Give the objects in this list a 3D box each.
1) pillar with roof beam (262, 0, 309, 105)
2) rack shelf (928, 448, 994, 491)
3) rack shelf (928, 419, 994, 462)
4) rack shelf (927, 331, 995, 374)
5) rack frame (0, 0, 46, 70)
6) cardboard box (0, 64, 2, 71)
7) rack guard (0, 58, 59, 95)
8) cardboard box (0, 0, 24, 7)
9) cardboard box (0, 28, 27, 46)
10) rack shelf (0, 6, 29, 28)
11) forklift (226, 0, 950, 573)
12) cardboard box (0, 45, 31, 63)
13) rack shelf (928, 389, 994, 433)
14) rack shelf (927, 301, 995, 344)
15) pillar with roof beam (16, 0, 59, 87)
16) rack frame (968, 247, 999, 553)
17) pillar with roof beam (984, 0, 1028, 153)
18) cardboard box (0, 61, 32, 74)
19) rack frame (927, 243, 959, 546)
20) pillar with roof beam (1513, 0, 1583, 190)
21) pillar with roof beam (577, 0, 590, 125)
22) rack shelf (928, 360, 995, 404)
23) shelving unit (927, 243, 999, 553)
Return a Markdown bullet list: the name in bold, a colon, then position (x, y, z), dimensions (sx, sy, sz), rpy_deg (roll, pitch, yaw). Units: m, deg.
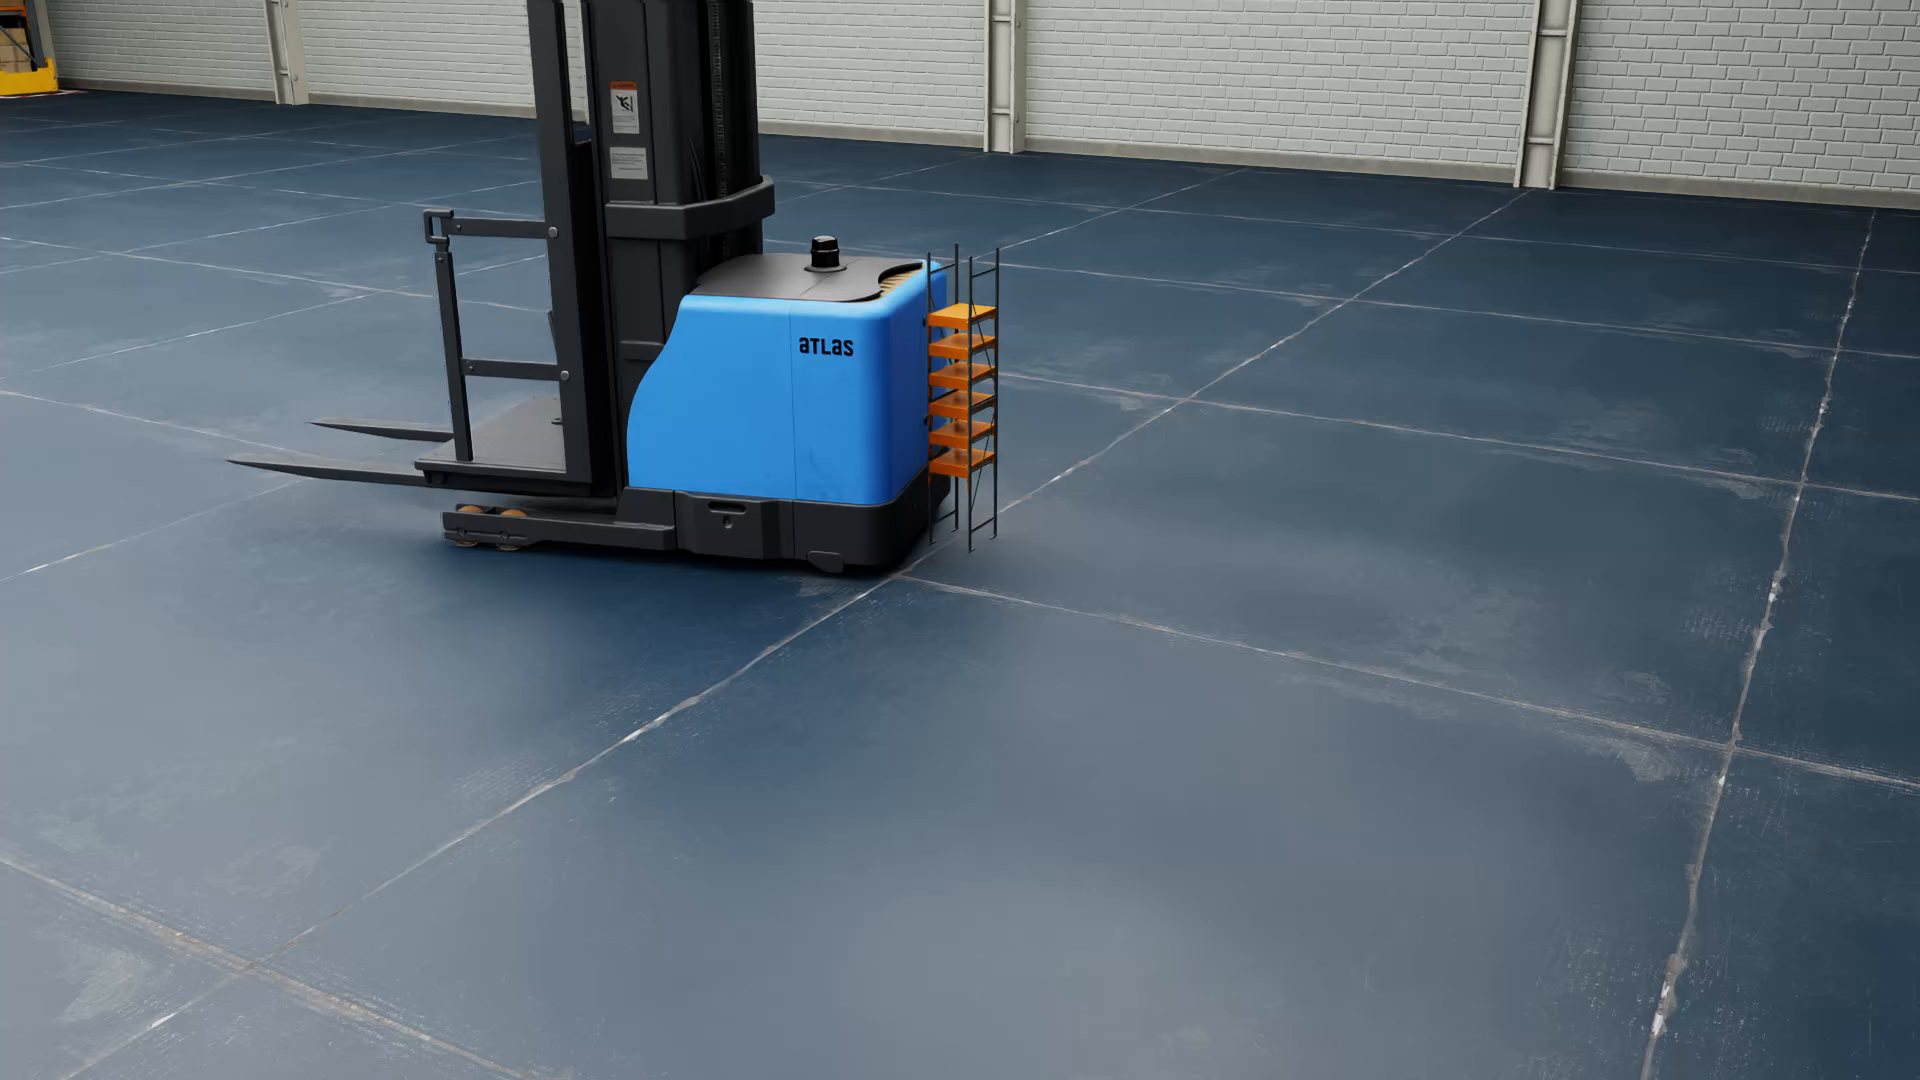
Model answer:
- **pillar with roof beam**: position (-12.057, -9.472, 19.781), dimensions (0.400, 9.000, 9.100), rpy_deg (11, 23, 27)
- **rack shelf**: position (0.013, -0.294, 6.751), dimensions (0.180, 0.103, 0.258), rpy_deg (11, 23, 27)
- **rack shelf**: position (0.013, -0.407, 6.710), dimensions (0.180, 0.103, 0.258), rpy_deg (11, 23, 27)
- **rack shelf**: position (0.013, -0.745, 6.587), dimensions (0.180, 0.103, 0.258), rpy_deg (11, 23, 27)
- **rack frame**: position (-15.027, -8.547, 26.029), dimensions (0.127, 3.000, 1.000), rpy_deg (11, 23, 27)
- **cardboard box**: position (-15.591, -7.436, 26.382), dimensions (0.500, 0.250, 0.500), rpy_deg (11, 23, 28)
- **rack guard**: position (-15.006, -7.368, 26.444), dimensions (0.348, 0.500, 1.175), rpy_deg (11, 23, 27)
- **cardboard box**: position (-15.324, -8.759, 26.467), dimensions (0.500, 0.500, 0.500), rpy_deg (12, 23, 29)
- **cardboard box**: position (-15.354, -8.058, 26.631), dimensions (0.500, 0.250, 0.500), rpy_deg (10, 22, 26)
- **rack shelf**: position (-16.773, -8.541, 27.068), dimensions (4.000, 0.370, 1.077), rpy_deg (11, 23, 27)
- **forklift**: position (-1.616, -1.501, 6.705), dimensions (3.031, 2.935, 1.130), rpy_deg (5, 20, 13)
- **cardboard box**: position (-15.336, -7.827, 26.727), dimensions (0.500, 0.250, 0.500), rpy_deg (11, 23, 28)
- **rack shelf**: position (0.013, -0.520, 6.669), dimensions (0.180, 0.103, 0.258), rpy_deg (11, 23, 27)
- **rack shelf**: position (0.013, -0.858, 6.546), dimensions (0.180, 0.103, 0.258), rpy_deg (11, 23, 27)
- **pillar with roof beam**: position (-17.295, -10.470, 22.532), dimensions (0.400, 9.000, 9.100), rpy_deg (11, 23, 27)
- **rack frame**: position (0.093, -0.546, 6.612), dimensions (0.006, 1.200, 0.240), rpy_deg (11, 23, 27)
- **pillar with roof beam**: position (-1.580, -7.476, 14.279), dimensions (0.400, 9.000, 9.100), rpy_deg (11, 23, 27)
- **cardboard box**: position (-15.360, -7.592, 26.812), dimensions (0.500, 0.250, 0.500), rpy_deg (11, 23, 28)
- **rack frame**: position (-0.067, -0.577, 6.696), dimensions (0.006, 1.200, 0.240), rpy_deg (11, 23, 27)
- **pillar with roof beam**: position (3.658, -6.479, 11.529), dimensions (0.400, 9.000, 9.100), rpy_deg (11, 23, 27)
- **pillar with roof beam**: position (-6.819, -8.474, 17.030), dimensions (0.400, 9.000, 9.100), rpy_deg (11, 23, 27)
- **rack shelf**: position (0.013, -0.633, 6.628), dimensions (0.180, 0.103, 0.258), rpy_deg (11, 23, 27)
- **shelving unit**: position (0.013, -0.562, 6.654), dimensions (0.189, 1.200, 0.258), rpy_deg (11, 23, 27)
